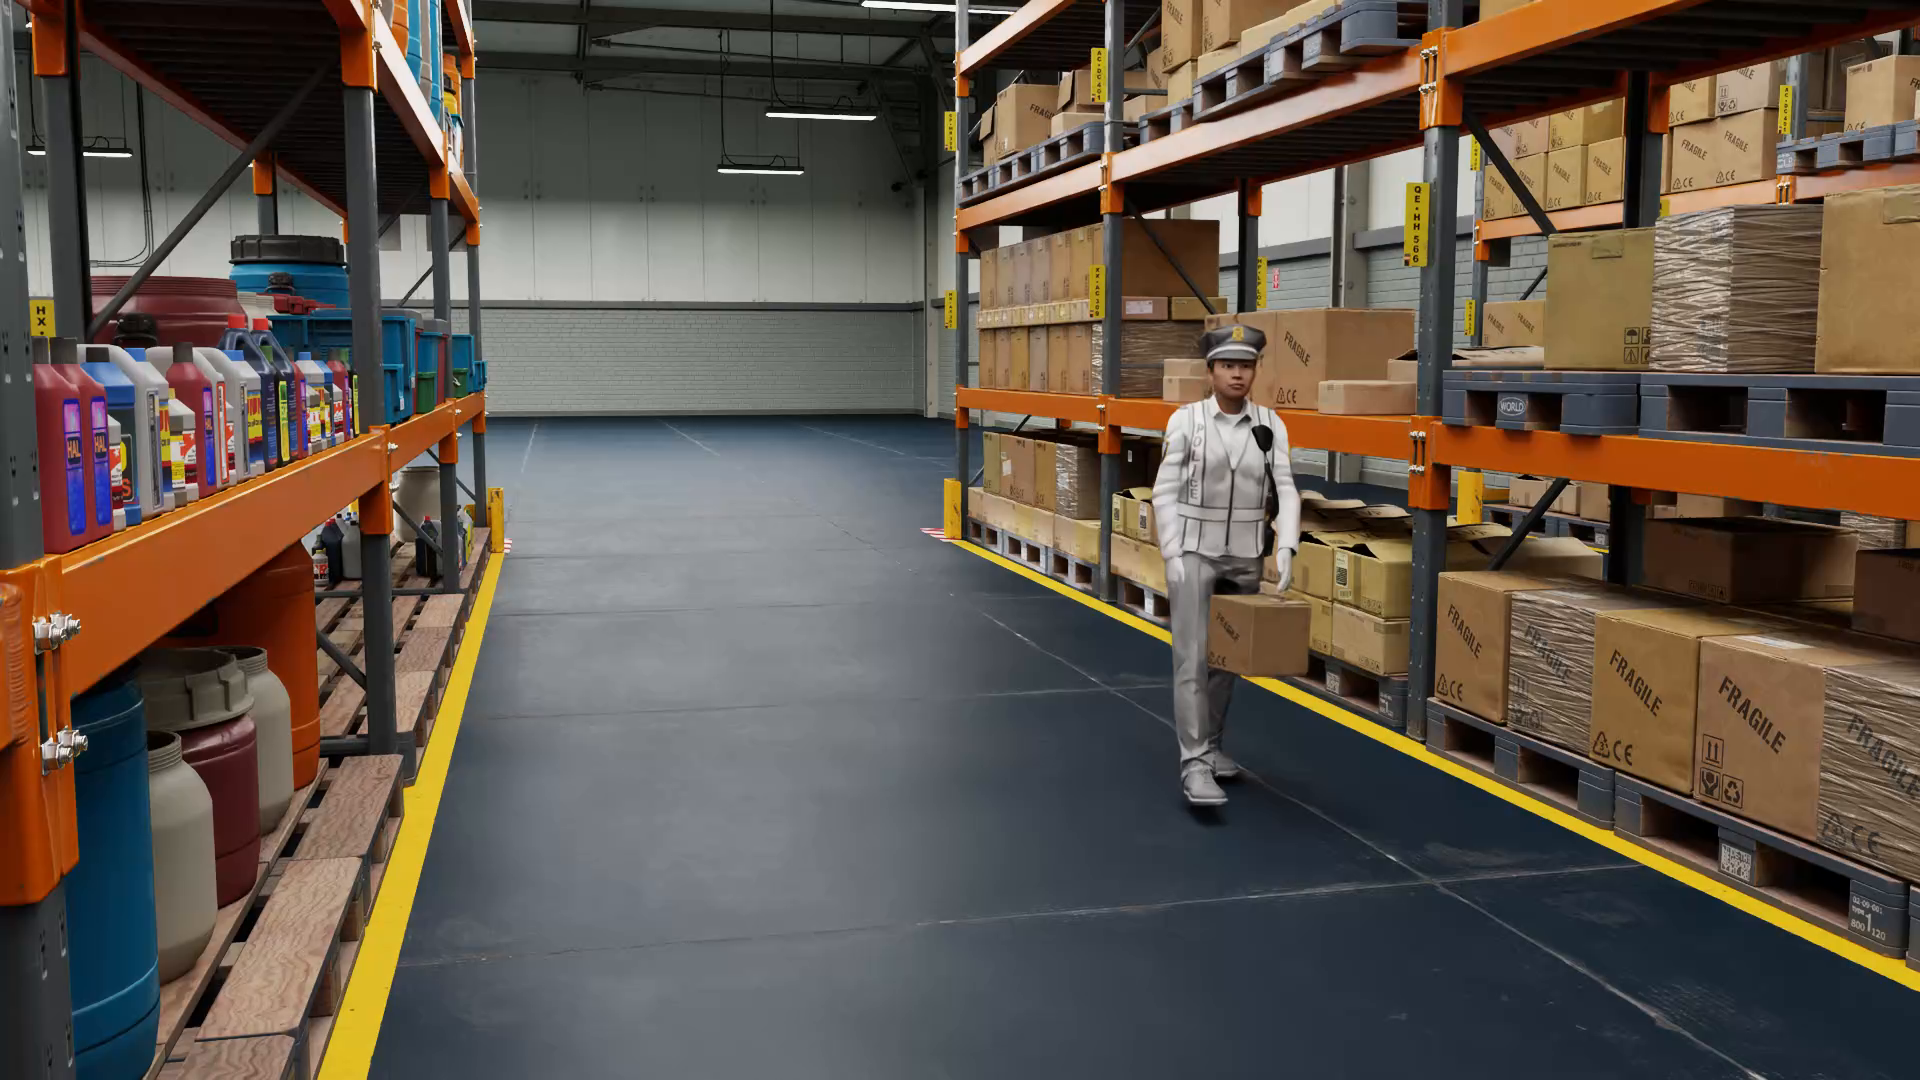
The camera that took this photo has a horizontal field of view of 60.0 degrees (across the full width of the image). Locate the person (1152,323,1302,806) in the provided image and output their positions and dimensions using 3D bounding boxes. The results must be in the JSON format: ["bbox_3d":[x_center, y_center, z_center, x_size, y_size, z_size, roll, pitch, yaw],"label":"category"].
[{"bbox_3d":[0.956,0.072,5.874,0.512,1.661,0.834,-1,6,-8],"label":"person"}]
